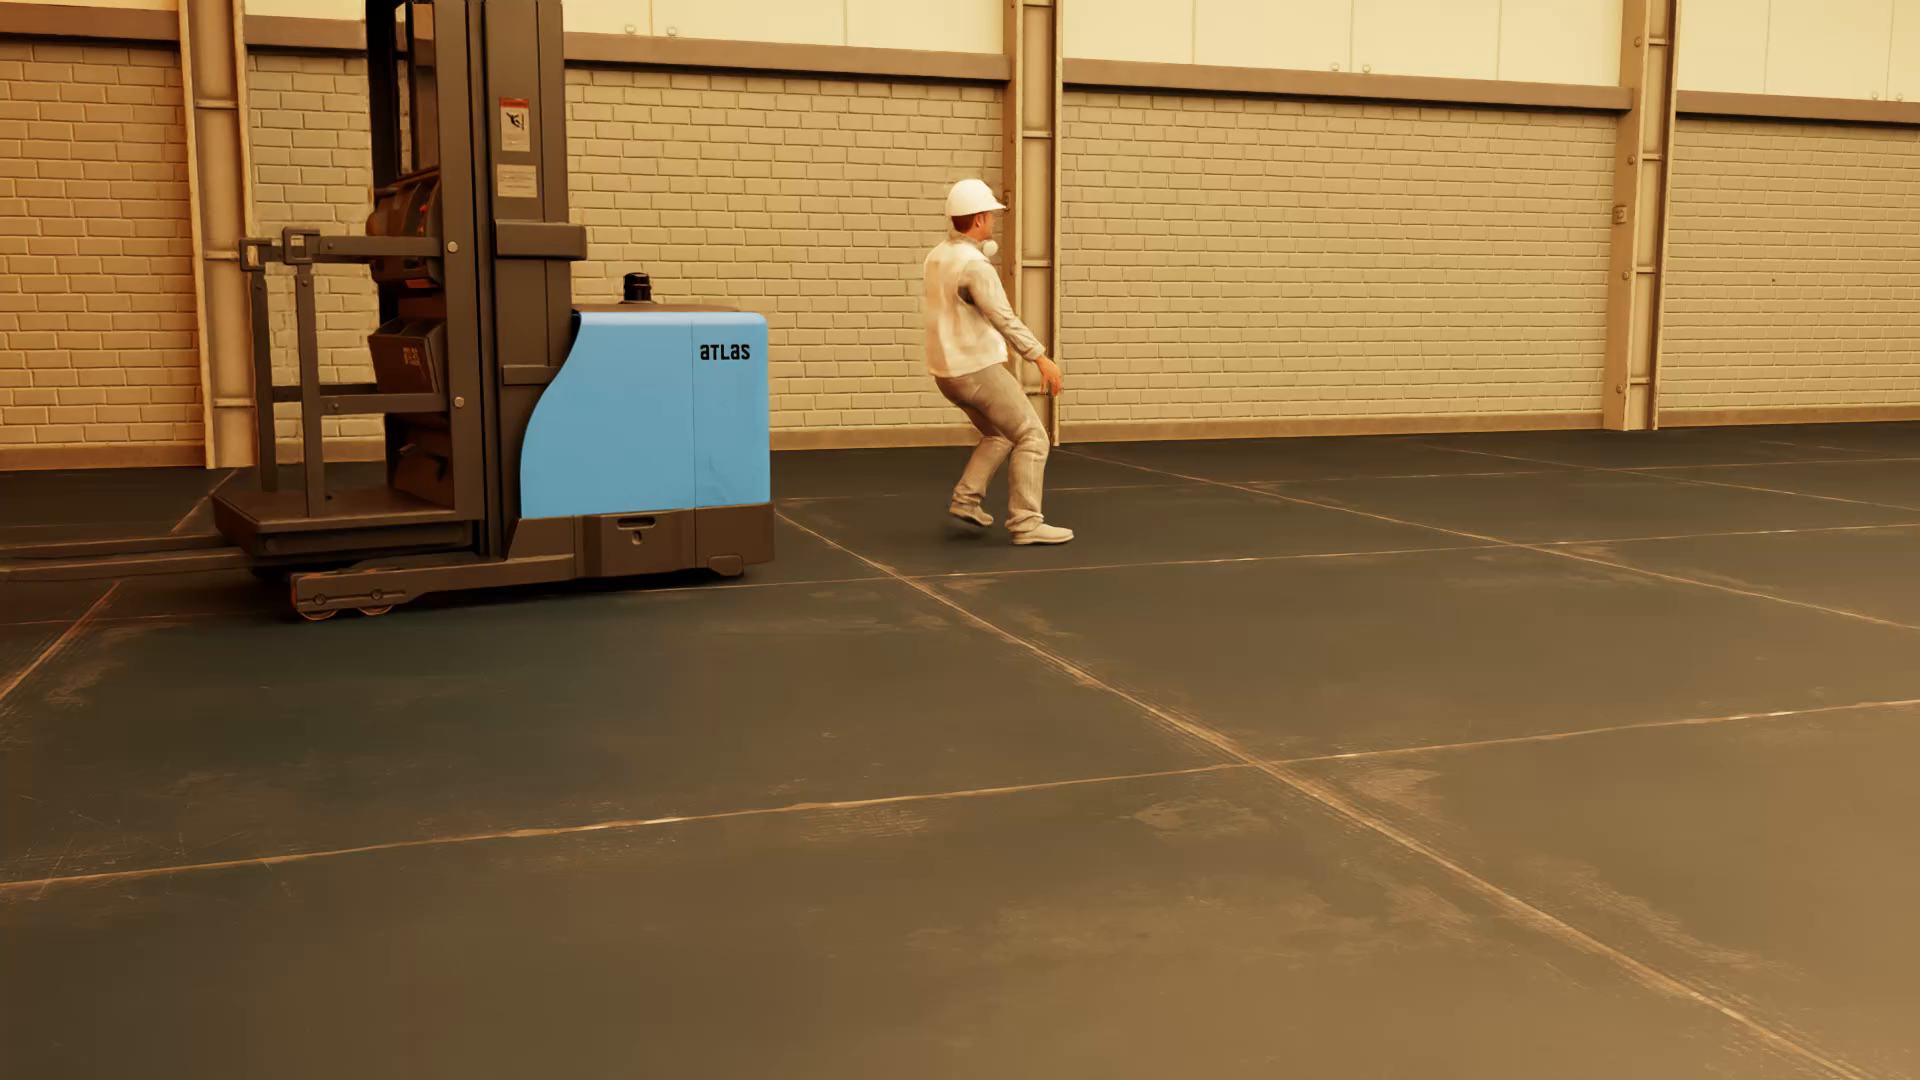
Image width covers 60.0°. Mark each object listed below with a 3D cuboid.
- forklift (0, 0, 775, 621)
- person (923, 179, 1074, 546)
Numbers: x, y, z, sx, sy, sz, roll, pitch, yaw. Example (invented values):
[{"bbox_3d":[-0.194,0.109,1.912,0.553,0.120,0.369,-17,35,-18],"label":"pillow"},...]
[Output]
[{"bbox_3d":[-2.284,-1.249,6.234,3.031,2.935,1.130,-5,9,-31],"label":"forklift"},{"bbox_3d":[0.149,-0.842,7.869,0.573,1.688,0.755,-3,8,-23],"label":"person"}]
